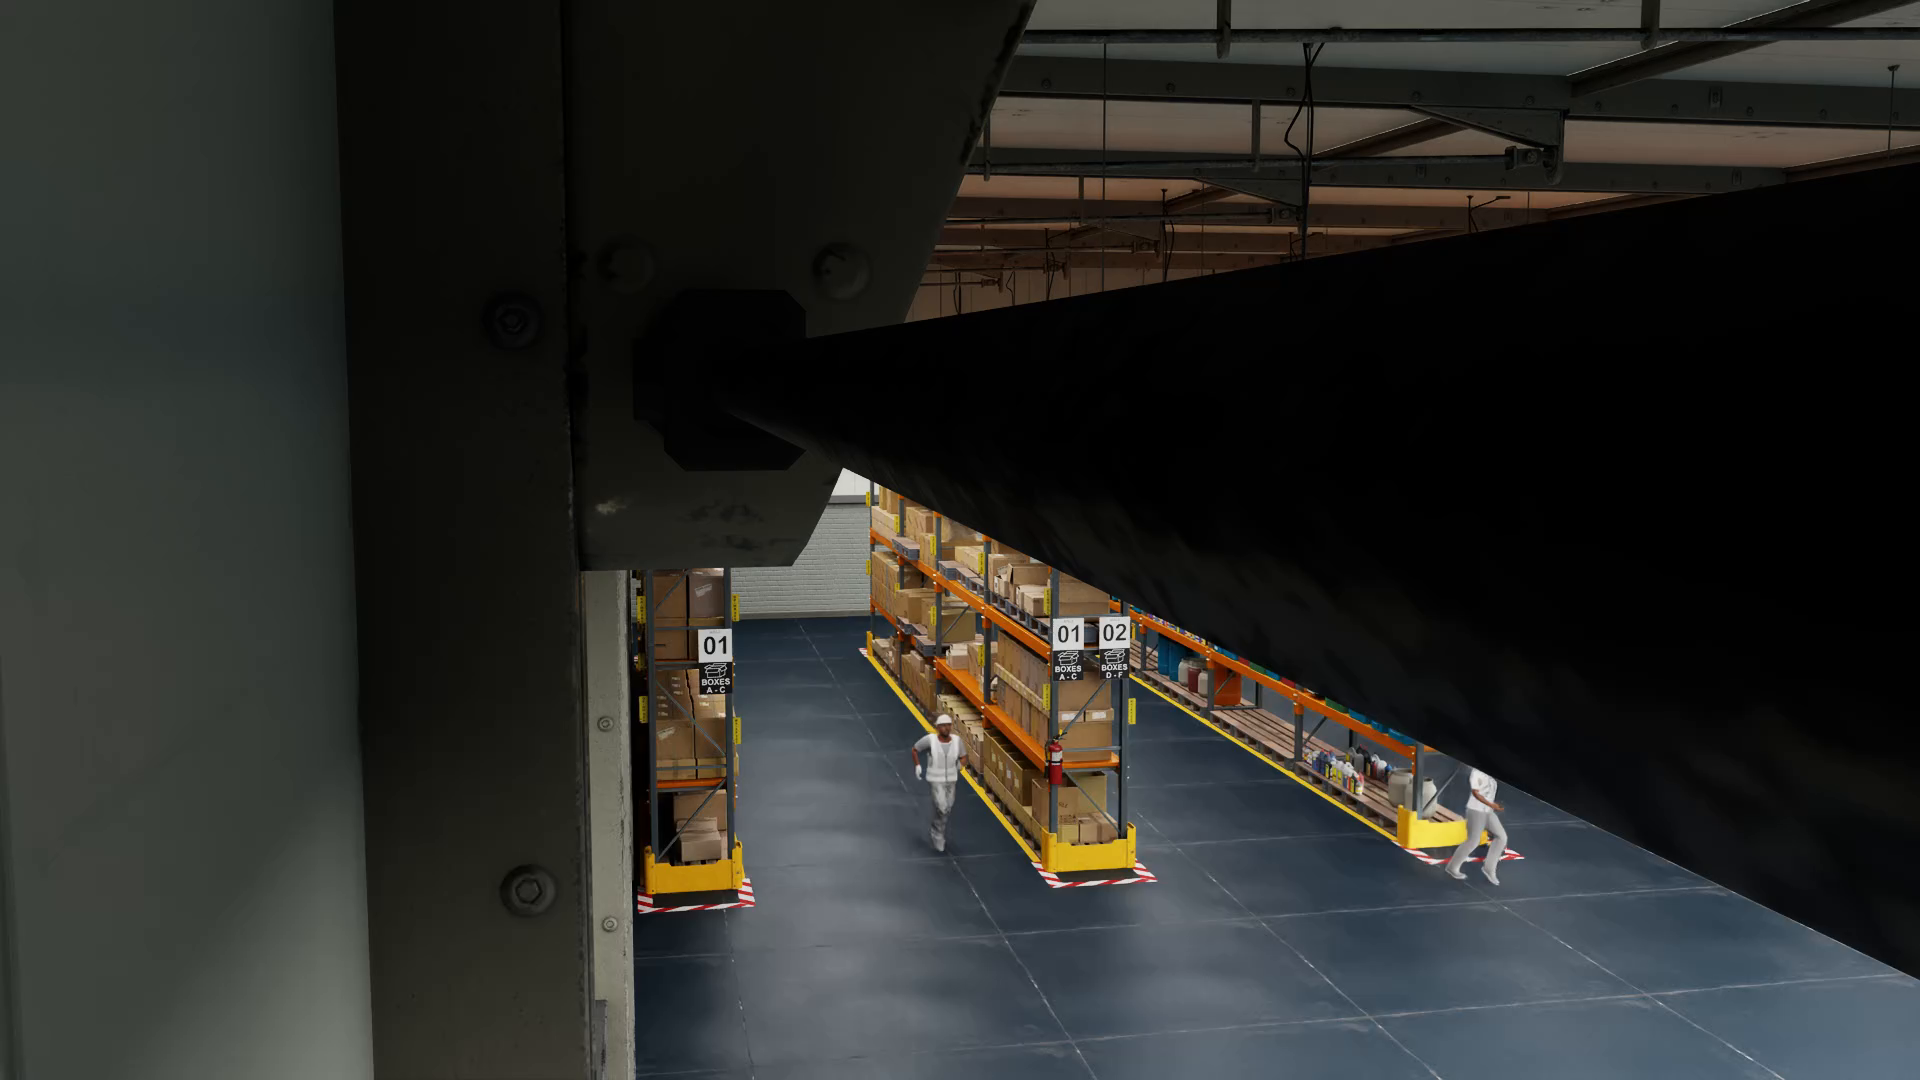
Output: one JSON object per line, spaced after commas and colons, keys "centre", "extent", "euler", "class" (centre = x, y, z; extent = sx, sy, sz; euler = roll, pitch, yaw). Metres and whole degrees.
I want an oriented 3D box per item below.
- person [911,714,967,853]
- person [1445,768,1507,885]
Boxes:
{"centre": [-0.217, 3.177, 21.777], "extent": [0.668, 1.801, 0.709], "euler": [-3, 7, -25], "class": "person"}
{"centre": [6.421, 3.374, 20.539], "extent": [0.669, 1.711, 0.664], "euler": [4, 7, 32], "class": "person"}
